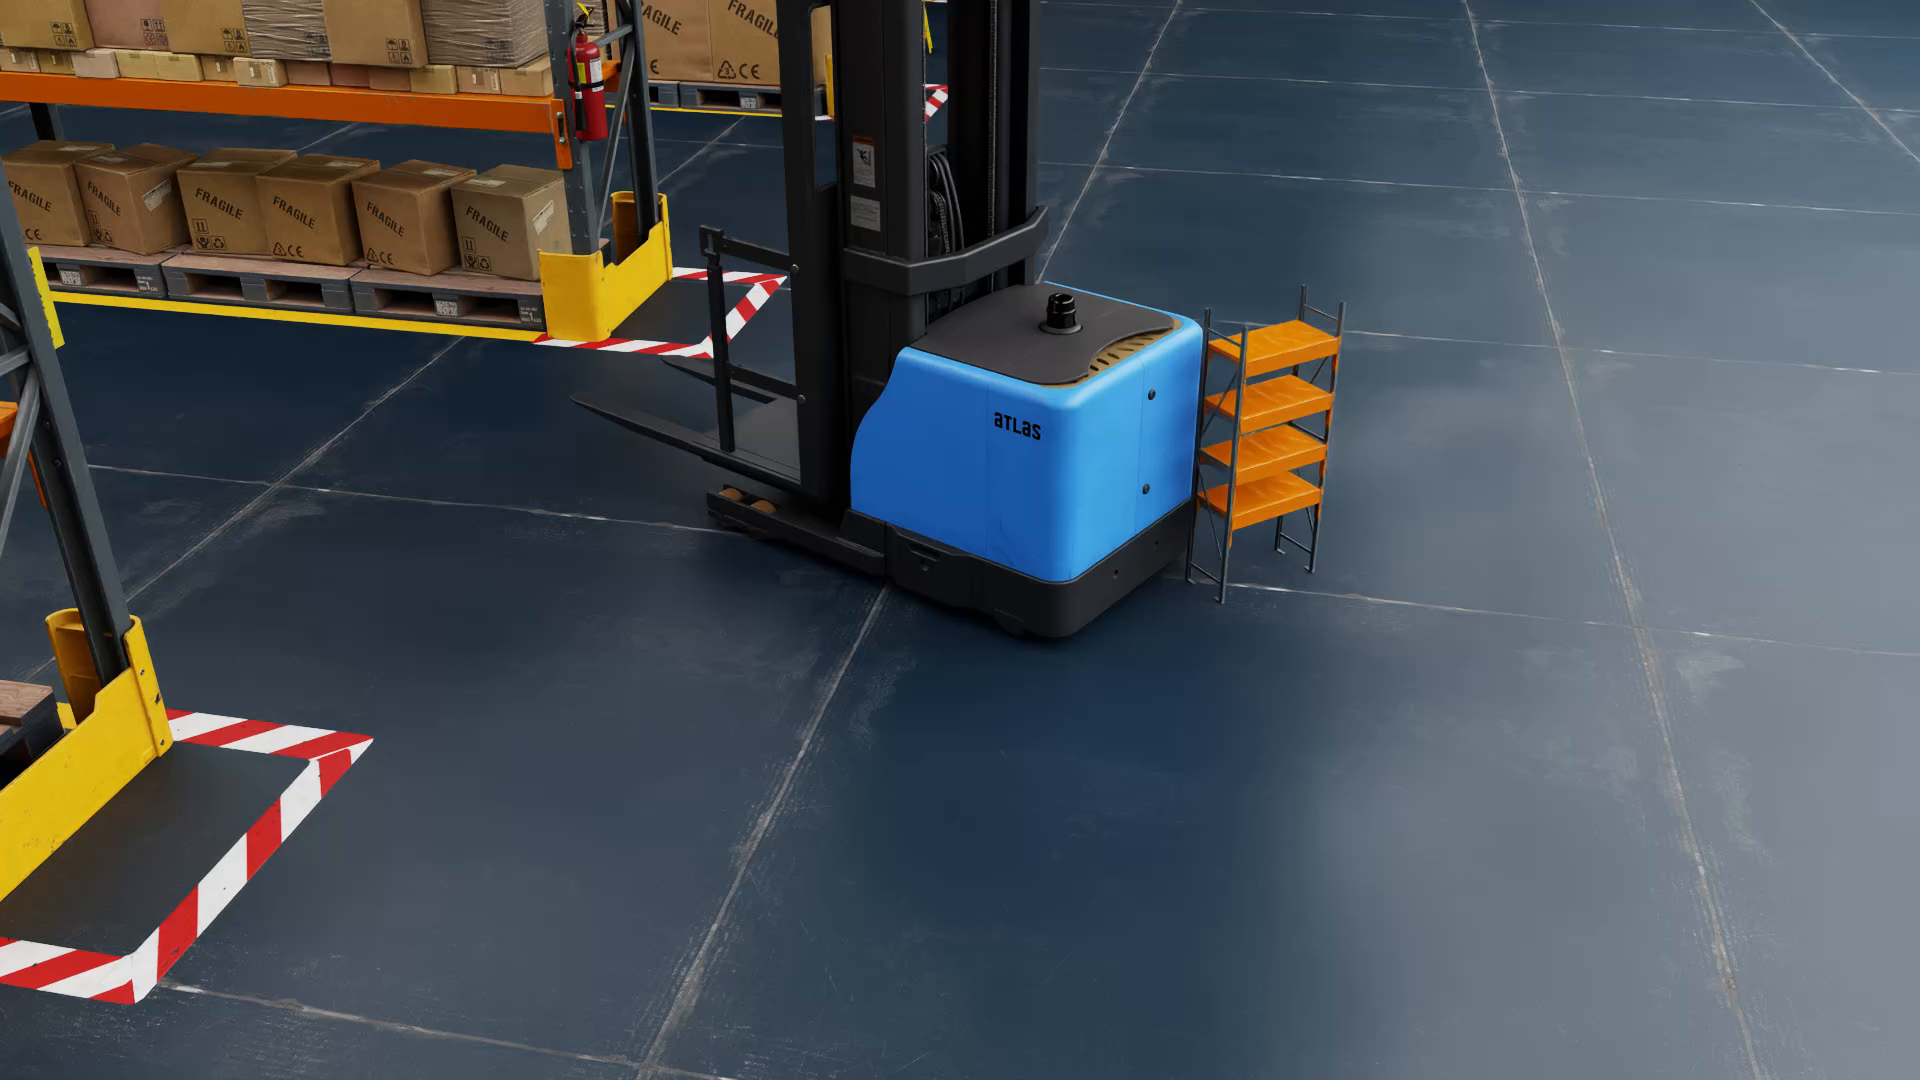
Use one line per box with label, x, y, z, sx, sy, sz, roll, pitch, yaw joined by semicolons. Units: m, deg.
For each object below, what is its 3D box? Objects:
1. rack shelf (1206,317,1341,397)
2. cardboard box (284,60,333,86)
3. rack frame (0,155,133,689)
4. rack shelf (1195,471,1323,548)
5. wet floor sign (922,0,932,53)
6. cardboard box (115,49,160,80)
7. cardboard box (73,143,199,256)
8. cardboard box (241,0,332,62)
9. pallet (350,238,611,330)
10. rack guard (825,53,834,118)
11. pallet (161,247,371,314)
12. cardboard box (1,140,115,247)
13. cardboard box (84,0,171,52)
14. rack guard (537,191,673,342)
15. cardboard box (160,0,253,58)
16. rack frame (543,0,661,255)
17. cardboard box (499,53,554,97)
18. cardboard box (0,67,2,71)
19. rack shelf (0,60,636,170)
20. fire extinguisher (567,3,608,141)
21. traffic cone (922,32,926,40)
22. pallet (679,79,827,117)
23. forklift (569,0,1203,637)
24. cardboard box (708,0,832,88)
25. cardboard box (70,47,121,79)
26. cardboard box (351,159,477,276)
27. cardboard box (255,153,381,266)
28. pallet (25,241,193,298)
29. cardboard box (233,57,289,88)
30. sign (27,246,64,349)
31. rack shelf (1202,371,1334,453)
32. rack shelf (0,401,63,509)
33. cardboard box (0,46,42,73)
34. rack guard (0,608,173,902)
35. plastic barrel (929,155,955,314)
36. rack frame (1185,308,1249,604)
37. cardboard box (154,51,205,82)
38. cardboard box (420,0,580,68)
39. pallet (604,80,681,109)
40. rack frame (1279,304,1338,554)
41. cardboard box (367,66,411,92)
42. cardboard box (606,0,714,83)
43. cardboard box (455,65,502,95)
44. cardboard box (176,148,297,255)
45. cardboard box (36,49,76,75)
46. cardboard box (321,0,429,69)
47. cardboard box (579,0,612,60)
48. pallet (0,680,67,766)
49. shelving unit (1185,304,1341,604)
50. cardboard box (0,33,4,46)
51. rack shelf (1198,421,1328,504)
rack shelf;1.216;-0.721;6.499;0.480;0.148;0.258;-16;33;-27
cardboard box;-3.512;-2.633;9.198;0.250;0.149;0.380;6;29;11
rack frame;-2.999;-0.368;4.798;0.127;3.000;1.000;6;29;11
rack shelf;1.216;-0.143;6.815;0.480;0.148;0.258;-16;33;-27
wet floor sign;-0.388;-4.907;15.542;0.232;0.644;0.267;1;29;2
cardboard box;-4.501;-2.708;9.335;0.250;0.149;0.380;6;29;11
cardboard box;-4.932;-2.070;10.073;0.500;0.500;0.500;16;32;26
cardboard box;-3.491;-3.001;9.193;0.500;0.500;0.875;6;29;11
pallet;-2.826;-1.577;9.910;1.213;0.211;1.003;6;29;11
rack guard;-0.806;-3.914;13.879;0.348;0.500;1.175;6;29;11
pallet;-4.015;-1.700;10.135;1.213;0.211;1.003;6;29;11
cardboard box;-5.493;-2.124;10.172;0.500;0.500;0.500;5;29;9
cardboard box;-4.457;-3.126;9.422;0.500;0.500;0.875;6;29;11
rack guard;-2.039;-1.605;9.661;0.348;0.500;1.175;6;29;11
cardboard box;-3.977;-3.056;9.295;0.500;0.500;0.875;6;29;11
rack frame;-1.964;-2.694;9.047;0.127;3.000;1.000;6;29;11
cardboard box;-2.286;-2.515;8.983;0.250;0.149;0.380;6;29;11
cardboard box;-5.487;-2.791;9.486;0.250;0.149;0.380;6;29;11
rack shelf;-3.920;-2.579;9.586;4.000;0.370;1.077;6;29;11
fire extinguisher;-1.949;-2.432;8.649;0.183;0.674;0.296;6;29;11
traffic cone;-0.484;-5.117;16.115;0.334;0.463;0.336;6;29;11
pallet;-1.628;-3.833;14.032;1.213;0.211;1.003;6;29;11
forklift;-2.201;-5.707;14.622;16.498;2.935;13.043;20;35;32
cardboard box;-1.507;-4.302;13.760;0.875;0.875;0.875;6;29;11
cardboard box;-4.754;-2.714;9.345;0.250;0.149;0.380;6;29;11
cardboard box;-3.163;-1.896;9.755;0.500;0.500;0.500;14;32;24
cardboard box;-3.772;-1.968;9.886;0.500;0.500;0.500;9;30;15
pallet;-5.212;-1.821;10.357;1.213;0.211;1.003;6;29;11
cardboard box;-3.775;-2.617;9.167;0.250;0.149;0.380;6;29;11
sign;-2.880;-0.747;5.203;0.005;0.325;0.100;6;29;11
rack shelf;1.216;-0.513;6.613;0.480;0.148;0.258;-16;33;-27
rack shelf;-4.955;-0.253;5.338;4.000;0.370;1.077;6;29;11
cardboard box;-5.237;-2.779;9.464;0.250;0.149;0.380;6;29;11
rack guard;-3.083;0.743;5.372;0.348;0.500;1.175;6;29;11
plastic barrel;-6.053;-0.778;6.698;11.778;1.474;3.003;6;29;11
rack frame;1.008;-0.315;6.575;0.015;1.200;0.240;-16;33;-27
cardboard box;-4.259;-2.678;9.279;0.250;0.149;0.380;6;29;11
cardboard box;-2.497;-2.936;9.076;0.500;0.500;0.875;6;29;11
pallet;-2.818;-3.957;14.258;1.213;0.211;1.003;6;29;11
rack frame;1.423;-0.438;6.800;0.006;1.046;0.228;-16;33;-27
cardboard box;-3.027;-2.574;9.090;0.250;0.149;0.380;6;29;11
cardboard box;-2.368;-4.390;13.920;0.875;0.875;0.875;5;29;10
cardboard box;-2.531;-2.541;9.029;0.250;0.149;0.380;6;29;11
cardboard box;-4.308;-2.045;10.027;0.500;0.500;0.500;3;29;6
cardboard box;-4.990;-2.758;9.426;0.250;0.149;0.380;6;29;11
cardboard box;-3.011;-2.930;9.065;0.500;0.500;0.875;6;29;11
cardboard box;-3.259;-4.482;14.088;0.875;0.875;0.875;6;29;11
pallet;-3.876;0.786;5.595;1.213;0.211;1.003;6;29;11
shelving unit;1.214;-0.376;6.687;0.499;1.200;0.258;-16;33;-27
cardboard box;-5.449;-3.195;9.549;0.500;0.500;0.875;6;29;11
rack shelf;1.216;-0.317;6.720;0.480;0.148;0.258;-16;33;-27
